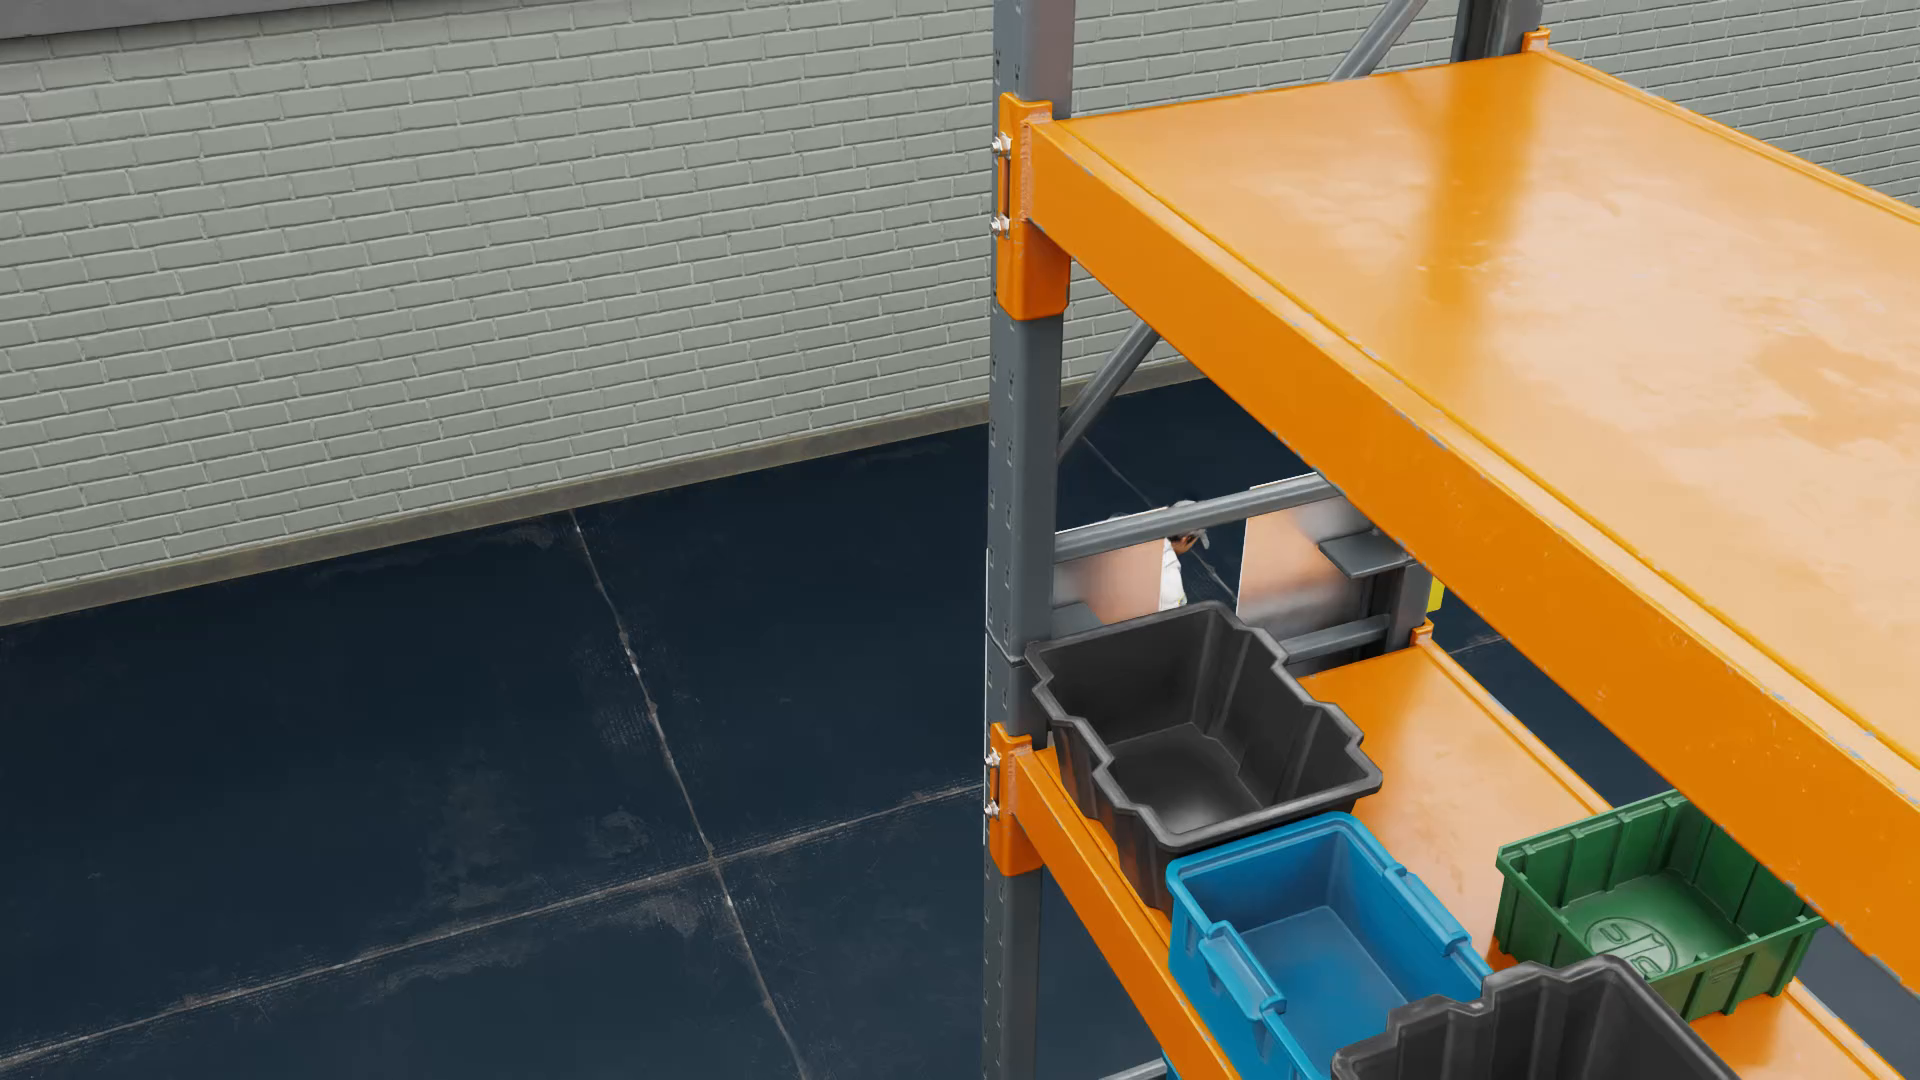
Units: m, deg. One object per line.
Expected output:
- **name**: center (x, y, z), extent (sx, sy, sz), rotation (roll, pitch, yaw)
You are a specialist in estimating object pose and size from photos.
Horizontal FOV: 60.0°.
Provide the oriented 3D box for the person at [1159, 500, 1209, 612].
- **person**: center (0.719, 0.409, 7.327), extent (0.807, 1.207, 0.538), rotation (-13, 36, -19)
